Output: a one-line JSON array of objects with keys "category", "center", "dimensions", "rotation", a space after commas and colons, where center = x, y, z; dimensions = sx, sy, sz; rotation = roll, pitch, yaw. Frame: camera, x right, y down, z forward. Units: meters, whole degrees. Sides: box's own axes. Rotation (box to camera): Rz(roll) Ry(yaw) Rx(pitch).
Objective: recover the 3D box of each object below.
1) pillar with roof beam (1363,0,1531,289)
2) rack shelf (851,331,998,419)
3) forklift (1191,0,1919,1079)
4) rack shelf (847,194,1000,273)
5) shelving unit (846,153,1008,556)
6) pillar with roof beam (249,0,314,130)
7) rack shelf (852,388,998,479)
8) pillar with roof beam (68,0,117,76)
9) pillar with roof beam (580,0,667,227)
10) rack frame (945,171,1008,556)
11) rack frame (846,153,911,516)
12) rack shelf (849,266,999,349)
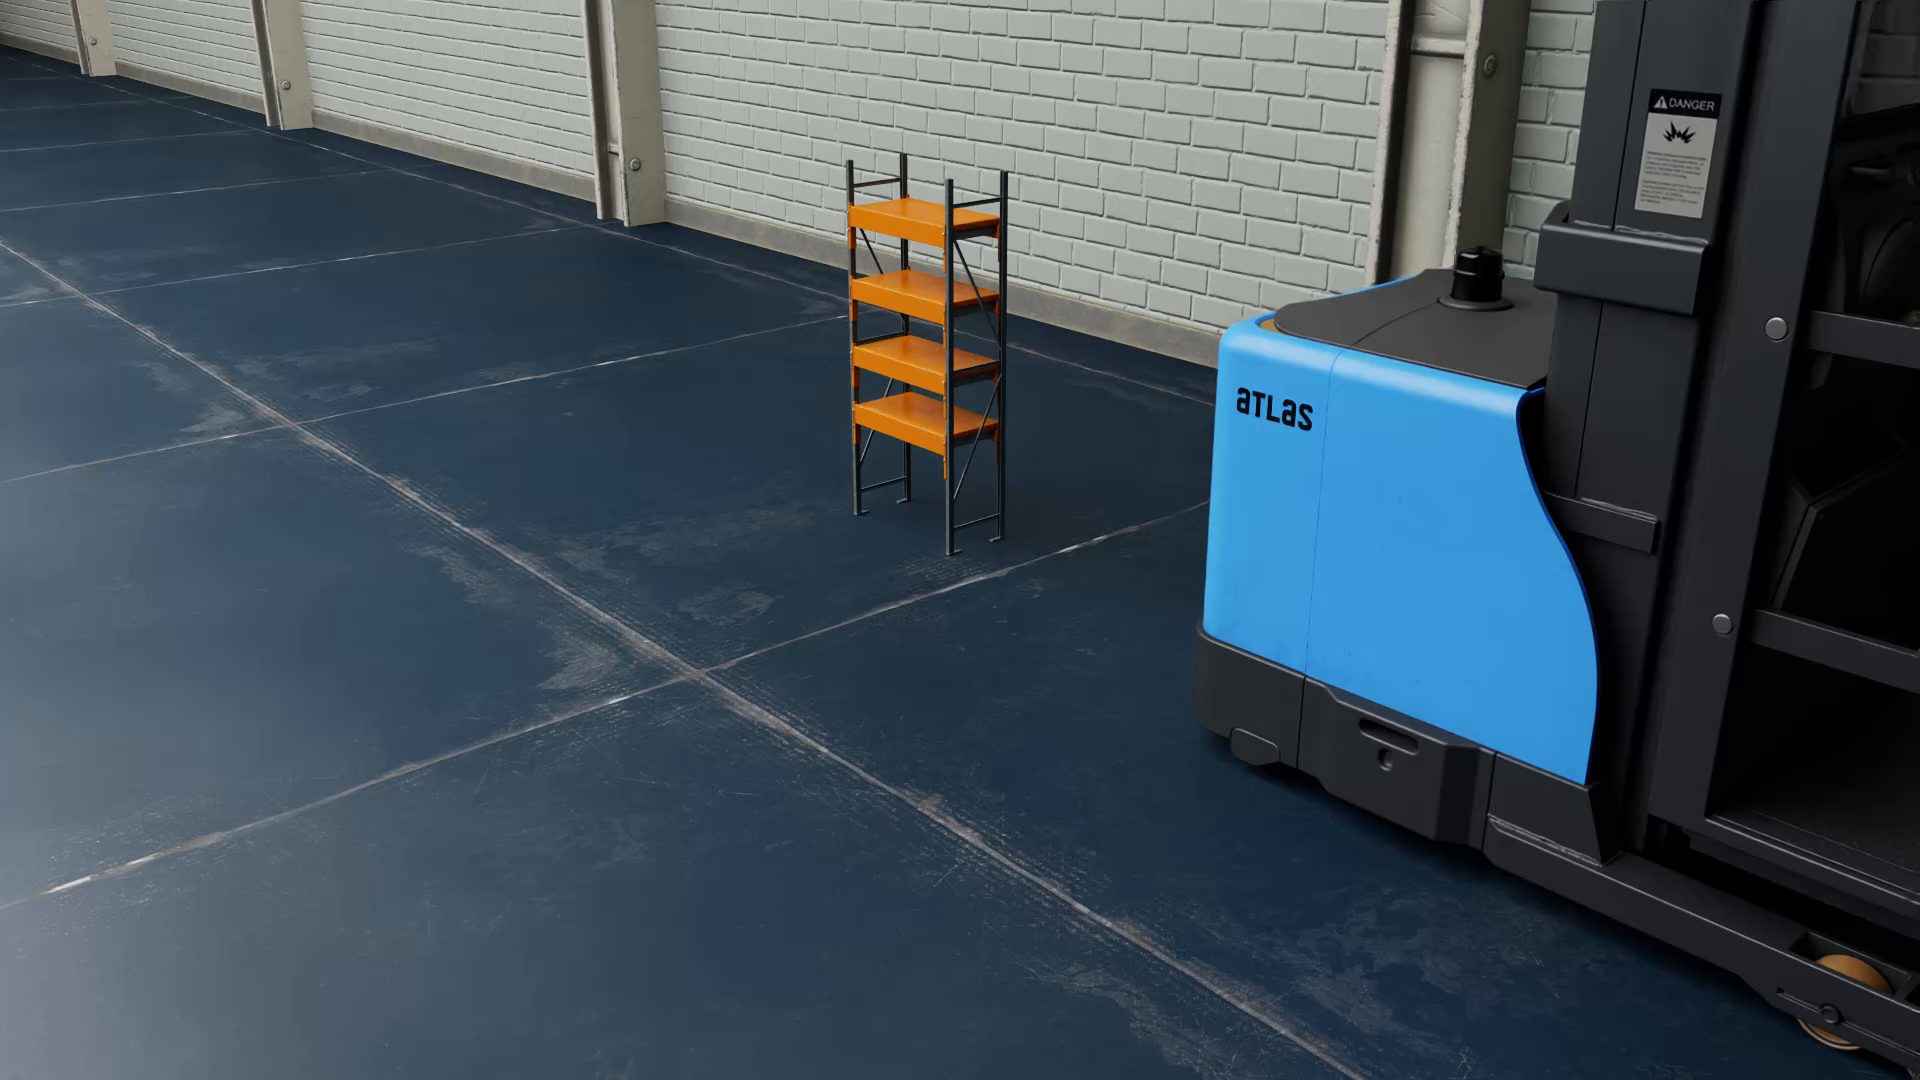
[{"category": "pillar with roof beam", "center": [-1.467, -3.591, 2.312], "dimensions": [9.100, 9.000, 0.400], "rotation": [-17, 27, -37]}, {"category": "rack shelf", "center": [-0.108, -0.542, 5.406], "dimensions": [0.258, 0.148, 0.480], "rotation": [-17, 27, -37]}, {"category": "forklift", "center": [1.946, -0.582, 2.951], "dimensions": [1.130, 2.935, 3.031], "rotation": [-18, 28, -39]}, {"category": "rack shelf", "center": [-0.108, -0.970, 5.239], "dimensions": [0.258, 0.148, 0.480], "rotation": [-17, 27, -37]}, {"category": "shelving unit", "center": [-0.108, -0.604, 5.382], "dimensions": [0.258, 1.200, 0.503], "rotation": [-17, 27, -37]}, {"category": "pillar with roof beam", "center": [-9.300, -6.906, 10.777], "dimensions": [9.100, 9.000, 0.400], "rotation": [-17, 27, -37]}, {"category": "rack shelf", "center": [-0.108, -0.357, 5.479], "dimensions": [0.258, 0.148, 0.480], "rotation": [-17, 27, -37]}, {"category": "pillar with roof beam", "center": [-13.216, -8.564, 15.009], "dimensions": [9.100, 9.000, 0.400], "rotation": [-17, 27, -37]}, {"category": "pillar with roof beam", "center": [-5.383, -5.248, 6.545], "dimensions": [9.100, 9.000, 0.400], "rotation": [-17, 27, -37]}, {"category": "rack frame", "center": [0.051, -0.537, 5.210], "dimensions": [0.240, 1.200, 0.015], "rotation": [-17, 27, -37]}, {"category": "rack frame", "center": [-0.267, -0.672, 5.554], "dimensions": [0.240, 1.200, 0.015], "rotation": [-17, 27, -37]}, {"category": "rack shelf", "center": [-0.108, -0.750, 5.325], "dimensions": [0.258, 0.148, 0.480], "rotation": [-17, 27, -37]}]
